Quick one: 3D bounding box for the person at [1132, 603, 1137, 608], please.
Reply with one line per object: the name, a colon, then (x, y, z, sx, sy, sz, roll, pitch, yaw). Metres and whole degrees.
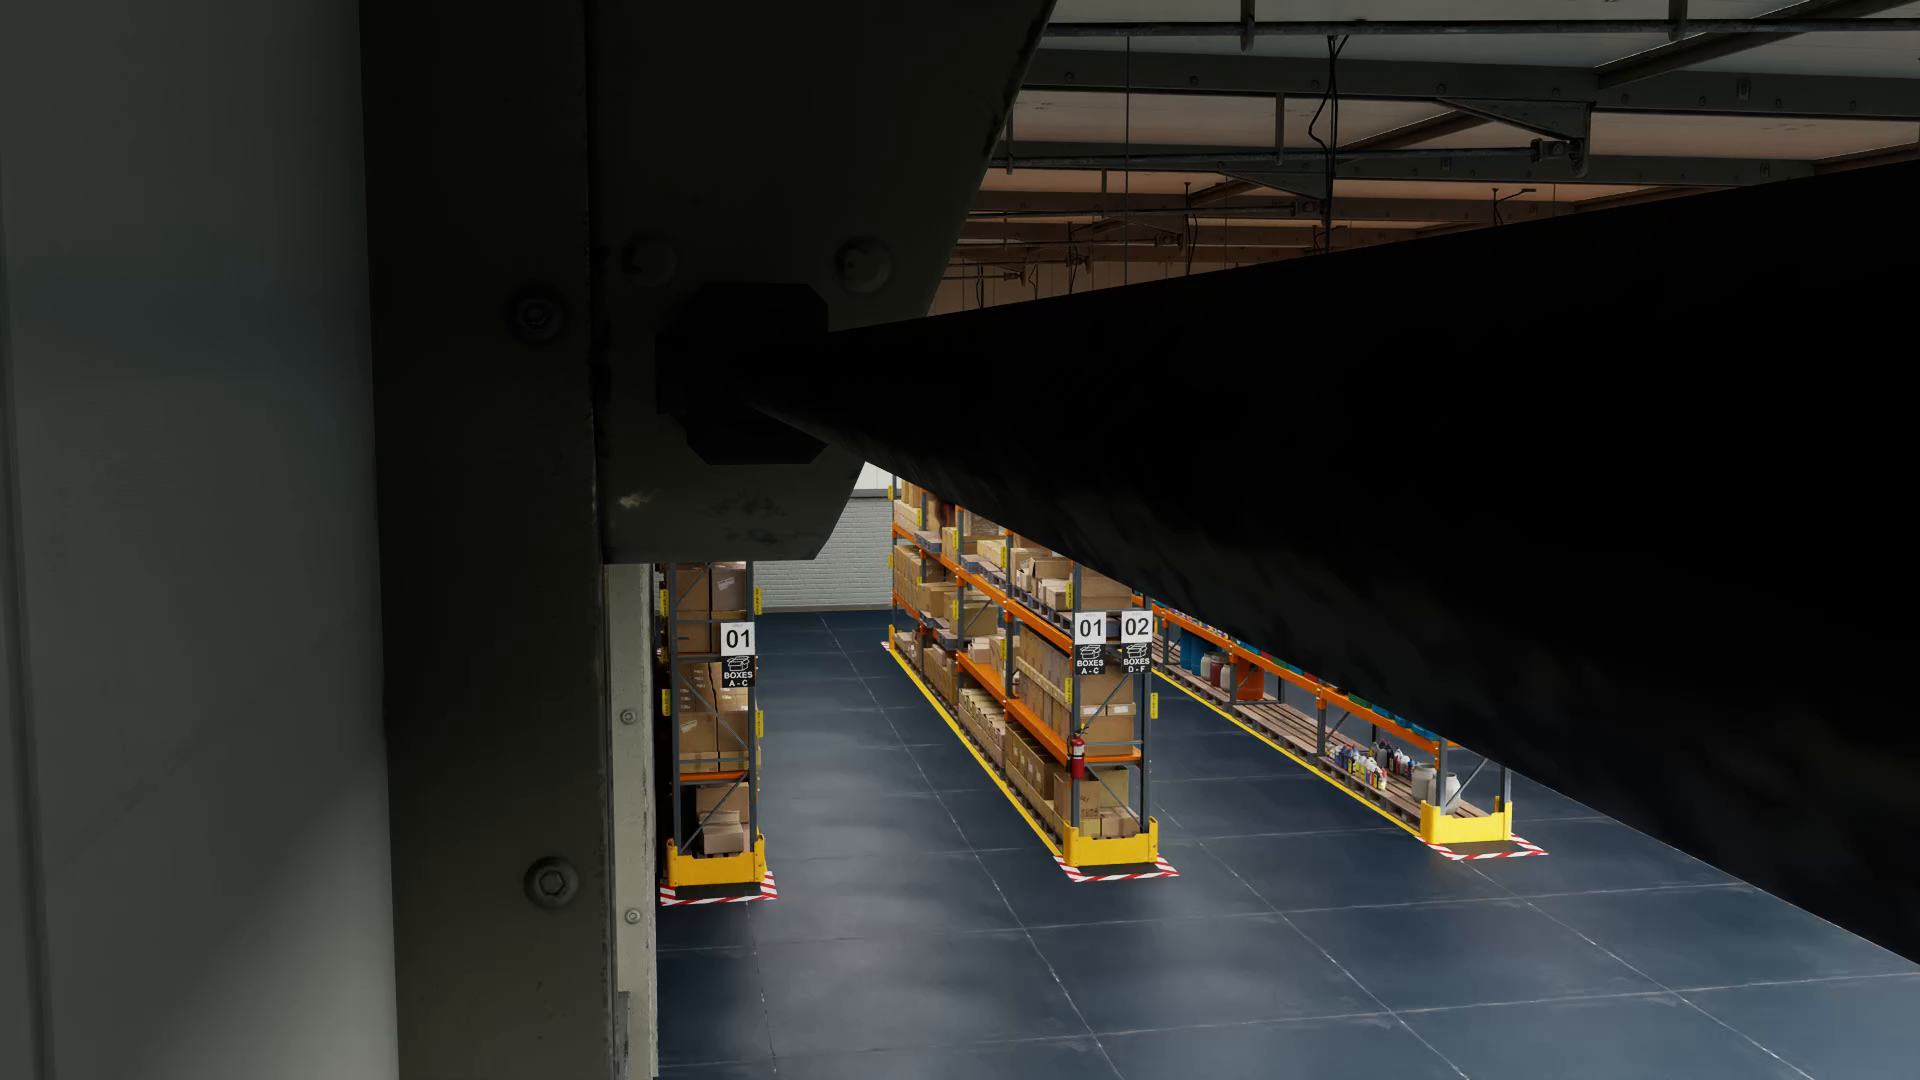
person: (4.013, 1.152, 40.009, 0.891, 1.665, 0.562, 1, 6, 14)
